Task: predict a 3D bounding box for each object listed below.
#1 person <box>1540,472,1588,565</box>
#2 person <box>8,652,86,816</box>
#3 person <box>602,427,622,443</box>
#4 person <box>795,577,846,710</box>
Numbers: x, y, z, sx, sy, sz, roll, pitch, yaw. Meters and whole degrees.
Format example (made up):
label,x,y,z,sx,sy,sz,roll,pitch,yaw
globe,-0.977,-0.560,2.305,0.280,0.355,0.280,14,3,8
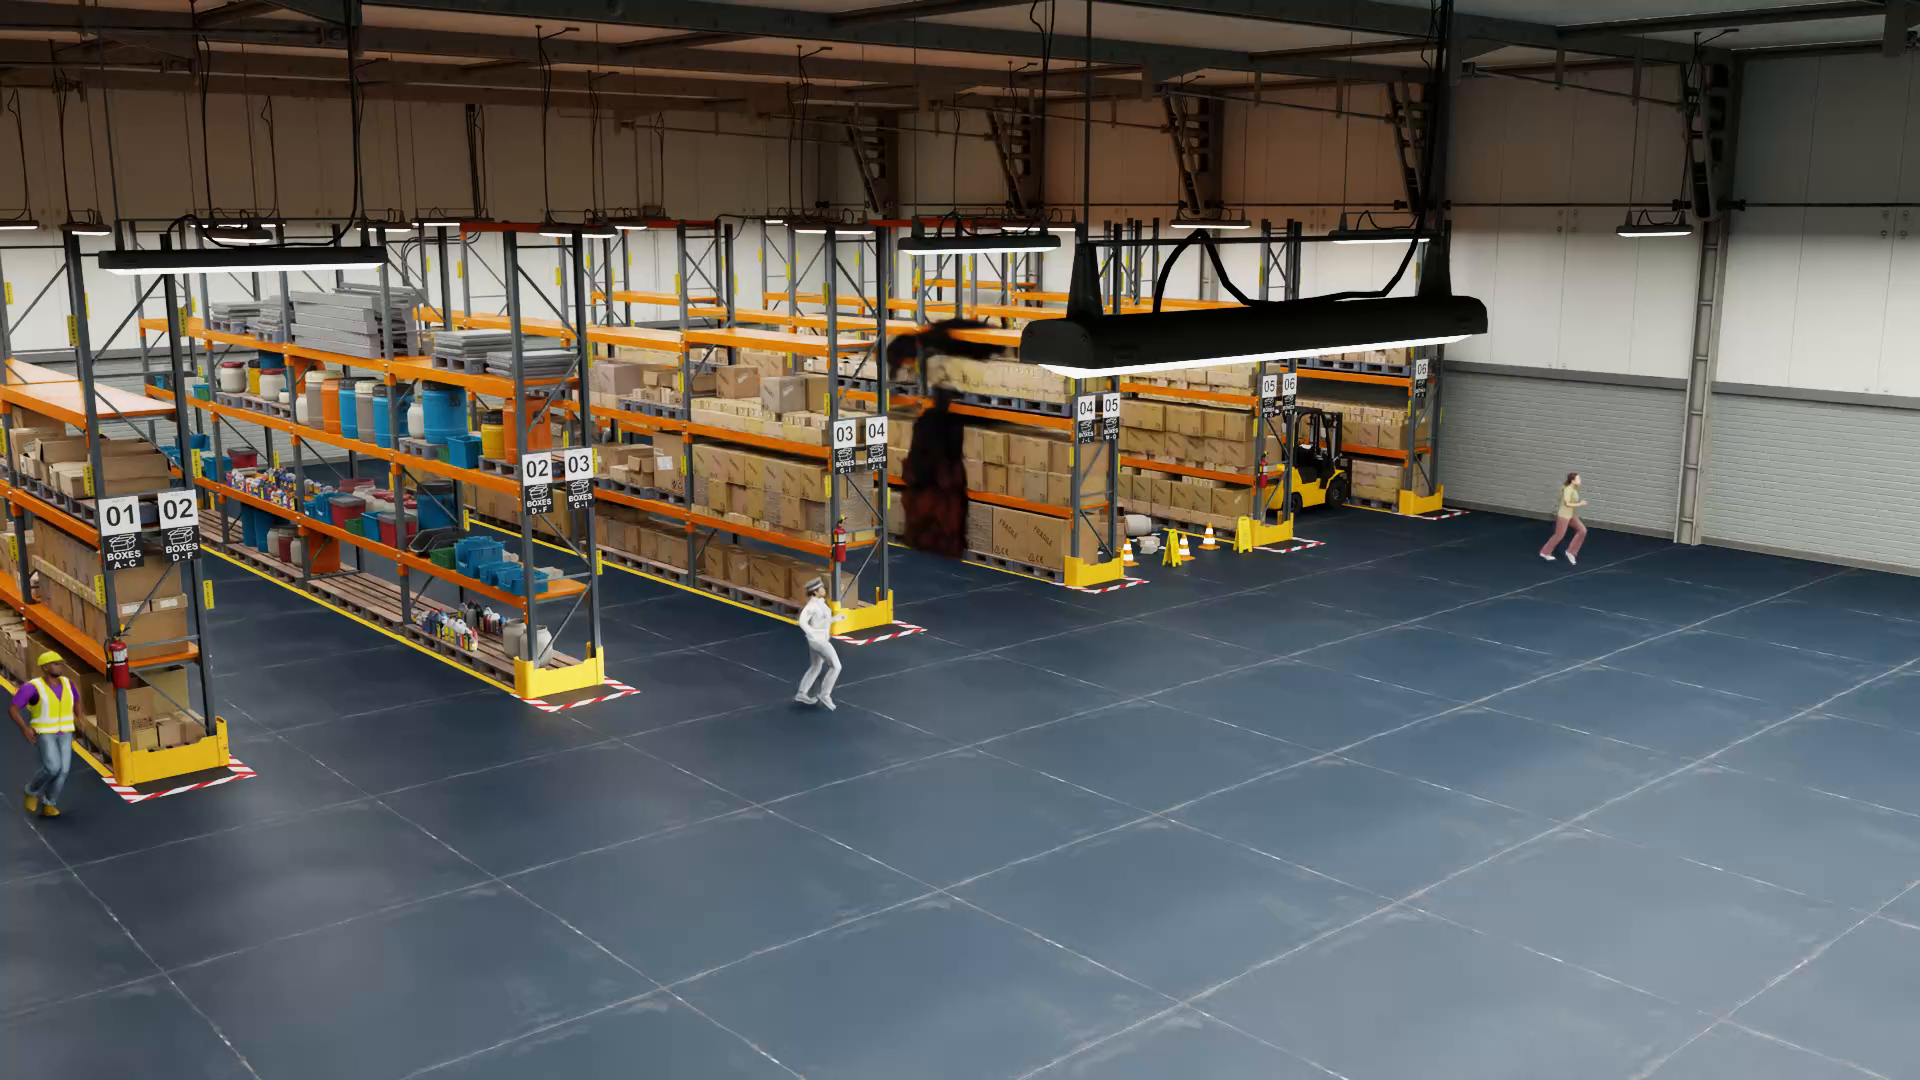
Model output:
label,x,y,z,sx,sy,sz,roll,pitch,yaw
person,10.762,-0.391,29.596,0.797,1.673,0.602,8,14,33
person,-9.534,2.031,17.533,0.537,1.682,0.740,8,14,34
person,-8.721,-2.790,41.441,0.917,1.696,0.822,1,11,6
person,-1.768,1.313,21.111,0.669,1.736,0.591,-1,11,-6
